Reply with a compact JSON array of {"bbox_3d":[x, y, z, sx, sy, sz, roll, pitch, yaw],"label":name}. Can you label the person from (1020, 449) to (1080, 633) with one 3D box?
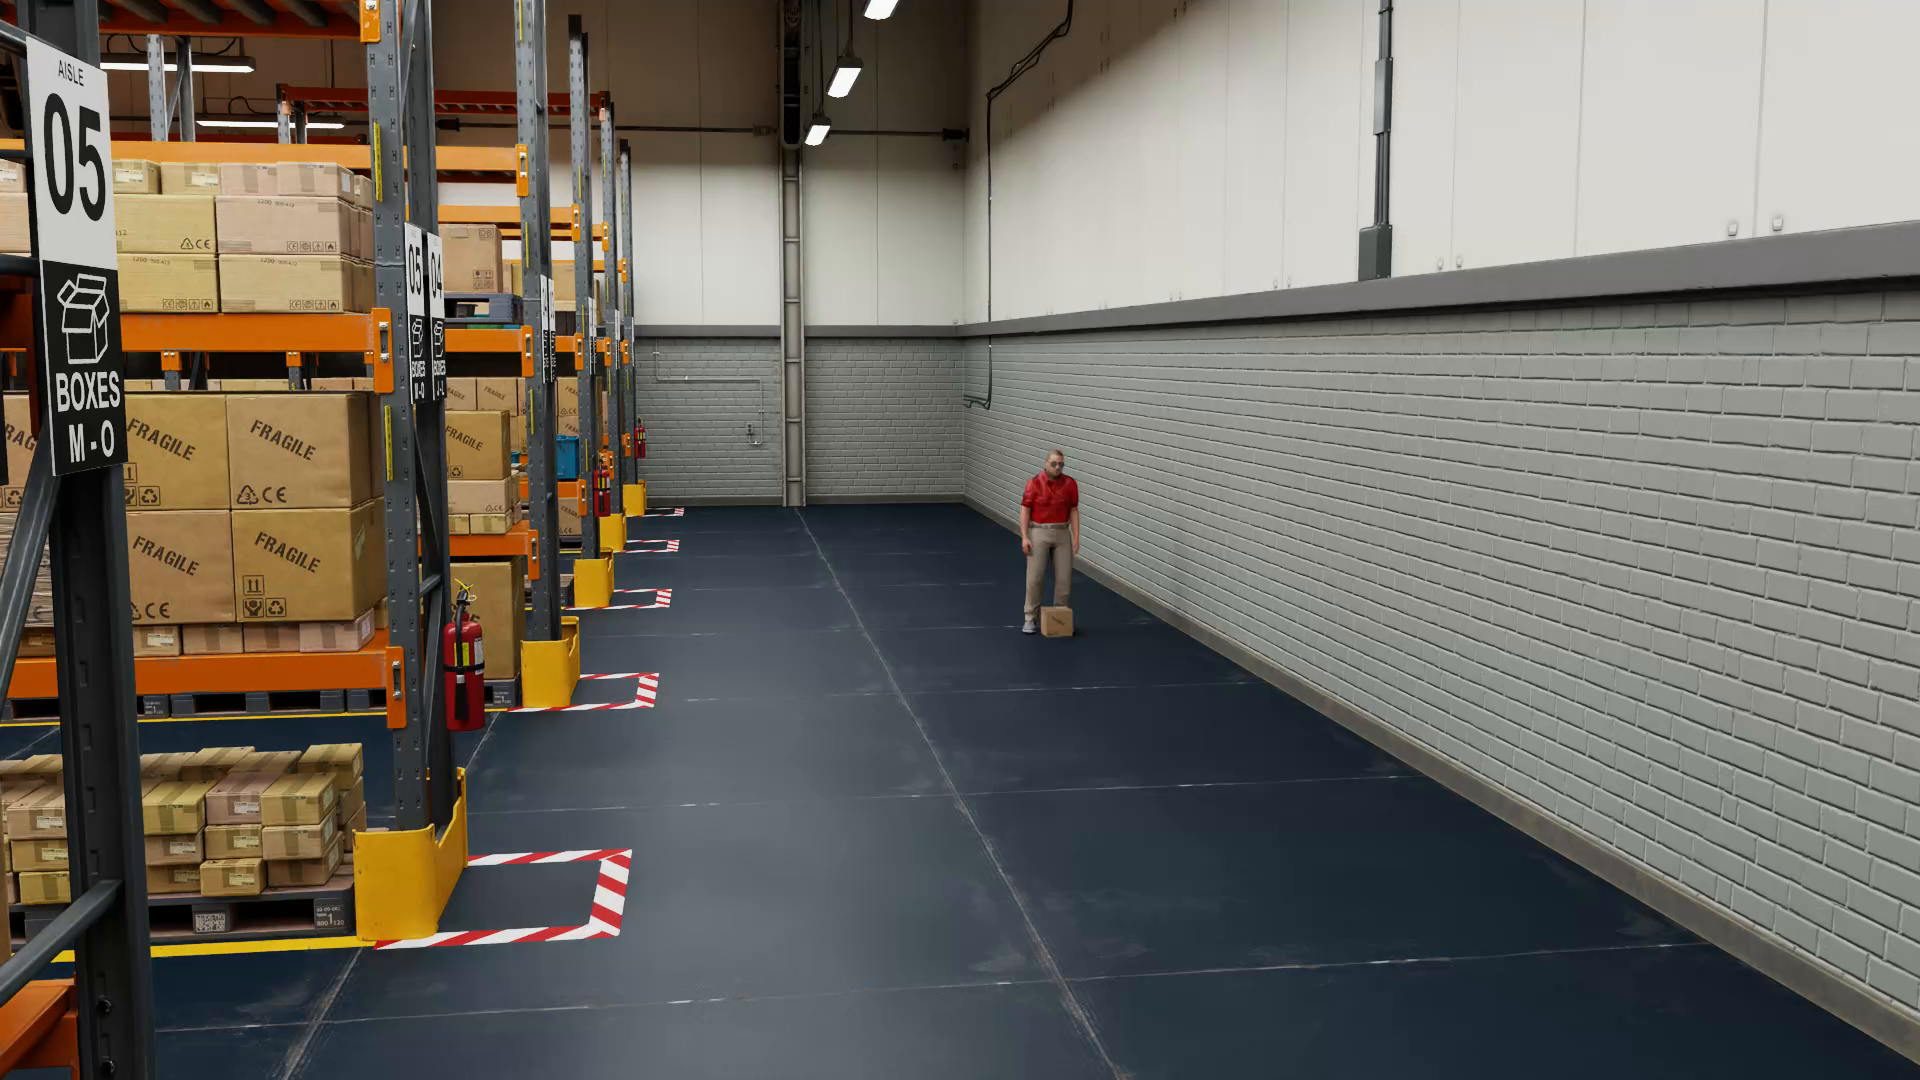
[{"bbox_3d":[0.859,0.003,15.752,0.584,1.725,0.393,-1,7,-11],"label":"person"}]
